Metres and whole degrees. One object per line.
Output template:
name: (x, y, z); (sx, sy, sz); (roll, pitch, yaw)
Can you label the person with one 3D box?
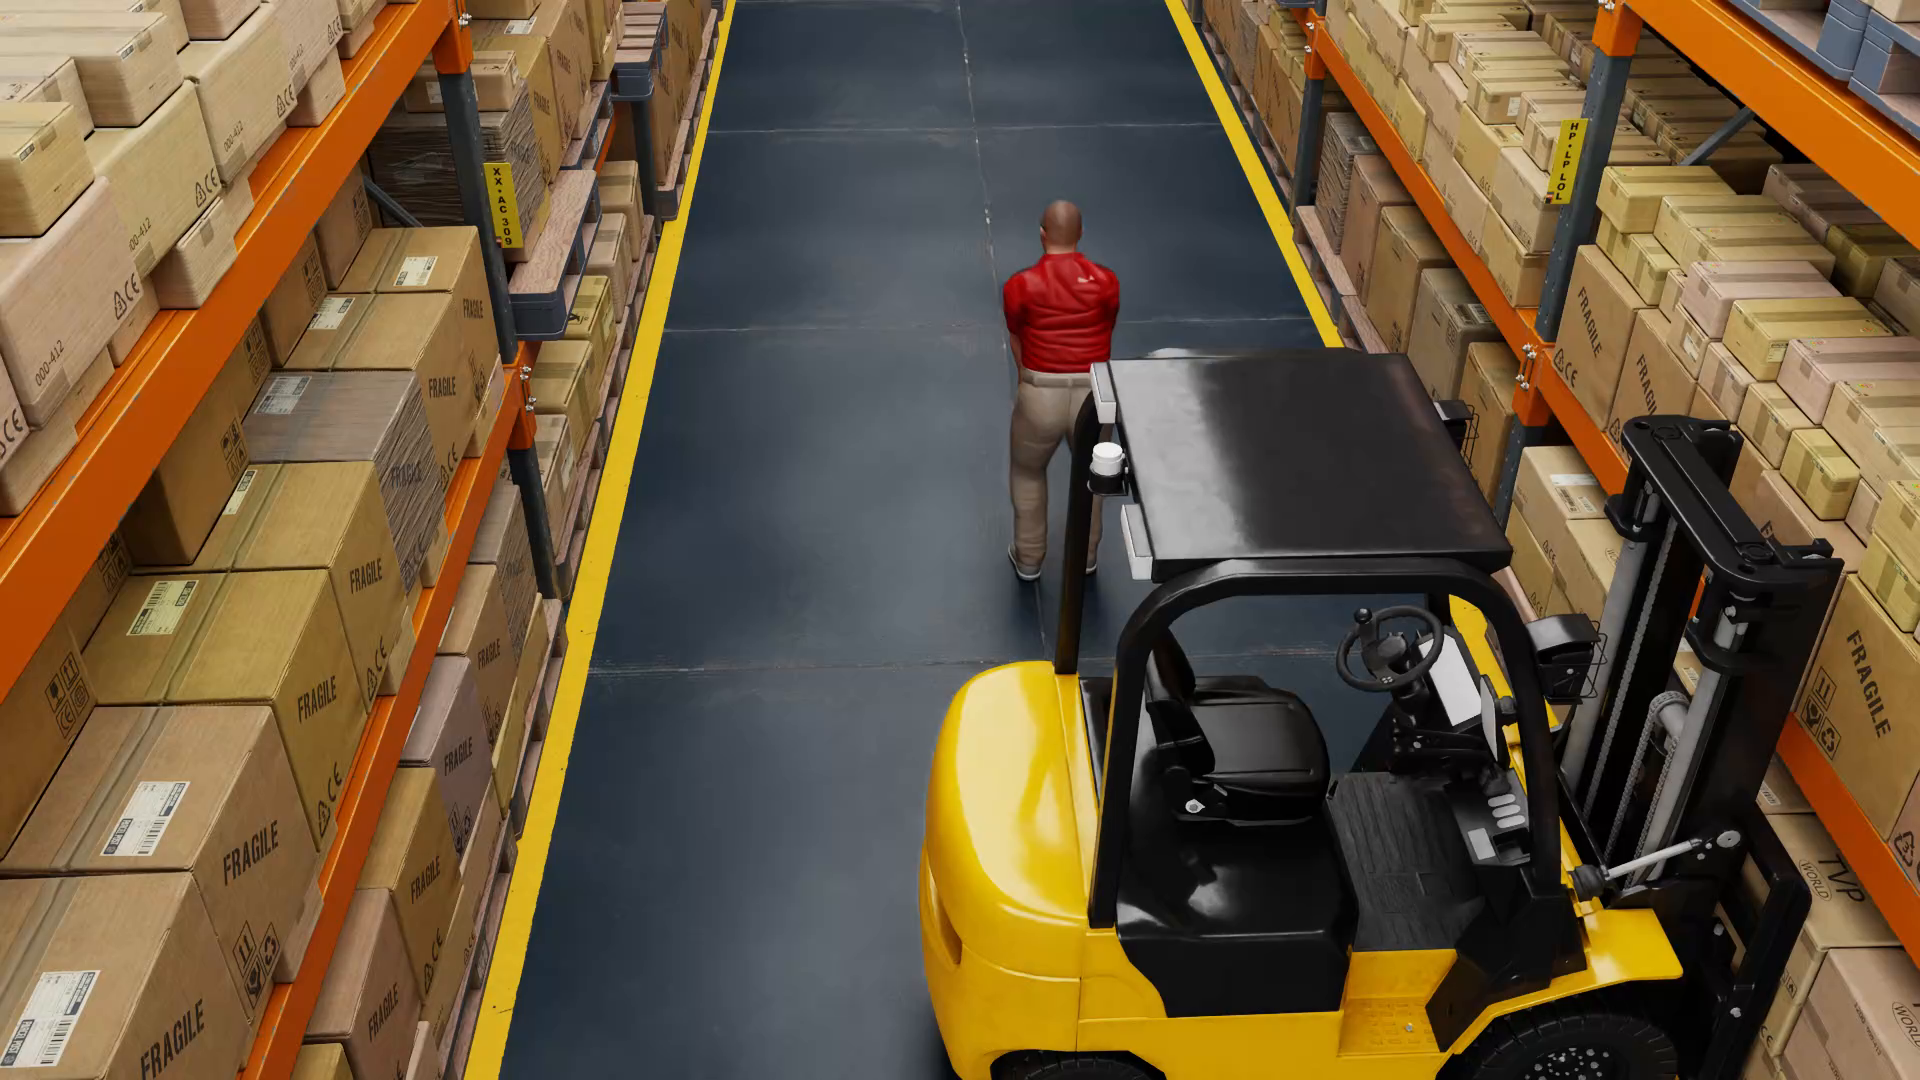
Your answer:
person: (0.416, -0.631, 7.083); (0.485, 1.711, 0.570); (-2, 35, -3)
